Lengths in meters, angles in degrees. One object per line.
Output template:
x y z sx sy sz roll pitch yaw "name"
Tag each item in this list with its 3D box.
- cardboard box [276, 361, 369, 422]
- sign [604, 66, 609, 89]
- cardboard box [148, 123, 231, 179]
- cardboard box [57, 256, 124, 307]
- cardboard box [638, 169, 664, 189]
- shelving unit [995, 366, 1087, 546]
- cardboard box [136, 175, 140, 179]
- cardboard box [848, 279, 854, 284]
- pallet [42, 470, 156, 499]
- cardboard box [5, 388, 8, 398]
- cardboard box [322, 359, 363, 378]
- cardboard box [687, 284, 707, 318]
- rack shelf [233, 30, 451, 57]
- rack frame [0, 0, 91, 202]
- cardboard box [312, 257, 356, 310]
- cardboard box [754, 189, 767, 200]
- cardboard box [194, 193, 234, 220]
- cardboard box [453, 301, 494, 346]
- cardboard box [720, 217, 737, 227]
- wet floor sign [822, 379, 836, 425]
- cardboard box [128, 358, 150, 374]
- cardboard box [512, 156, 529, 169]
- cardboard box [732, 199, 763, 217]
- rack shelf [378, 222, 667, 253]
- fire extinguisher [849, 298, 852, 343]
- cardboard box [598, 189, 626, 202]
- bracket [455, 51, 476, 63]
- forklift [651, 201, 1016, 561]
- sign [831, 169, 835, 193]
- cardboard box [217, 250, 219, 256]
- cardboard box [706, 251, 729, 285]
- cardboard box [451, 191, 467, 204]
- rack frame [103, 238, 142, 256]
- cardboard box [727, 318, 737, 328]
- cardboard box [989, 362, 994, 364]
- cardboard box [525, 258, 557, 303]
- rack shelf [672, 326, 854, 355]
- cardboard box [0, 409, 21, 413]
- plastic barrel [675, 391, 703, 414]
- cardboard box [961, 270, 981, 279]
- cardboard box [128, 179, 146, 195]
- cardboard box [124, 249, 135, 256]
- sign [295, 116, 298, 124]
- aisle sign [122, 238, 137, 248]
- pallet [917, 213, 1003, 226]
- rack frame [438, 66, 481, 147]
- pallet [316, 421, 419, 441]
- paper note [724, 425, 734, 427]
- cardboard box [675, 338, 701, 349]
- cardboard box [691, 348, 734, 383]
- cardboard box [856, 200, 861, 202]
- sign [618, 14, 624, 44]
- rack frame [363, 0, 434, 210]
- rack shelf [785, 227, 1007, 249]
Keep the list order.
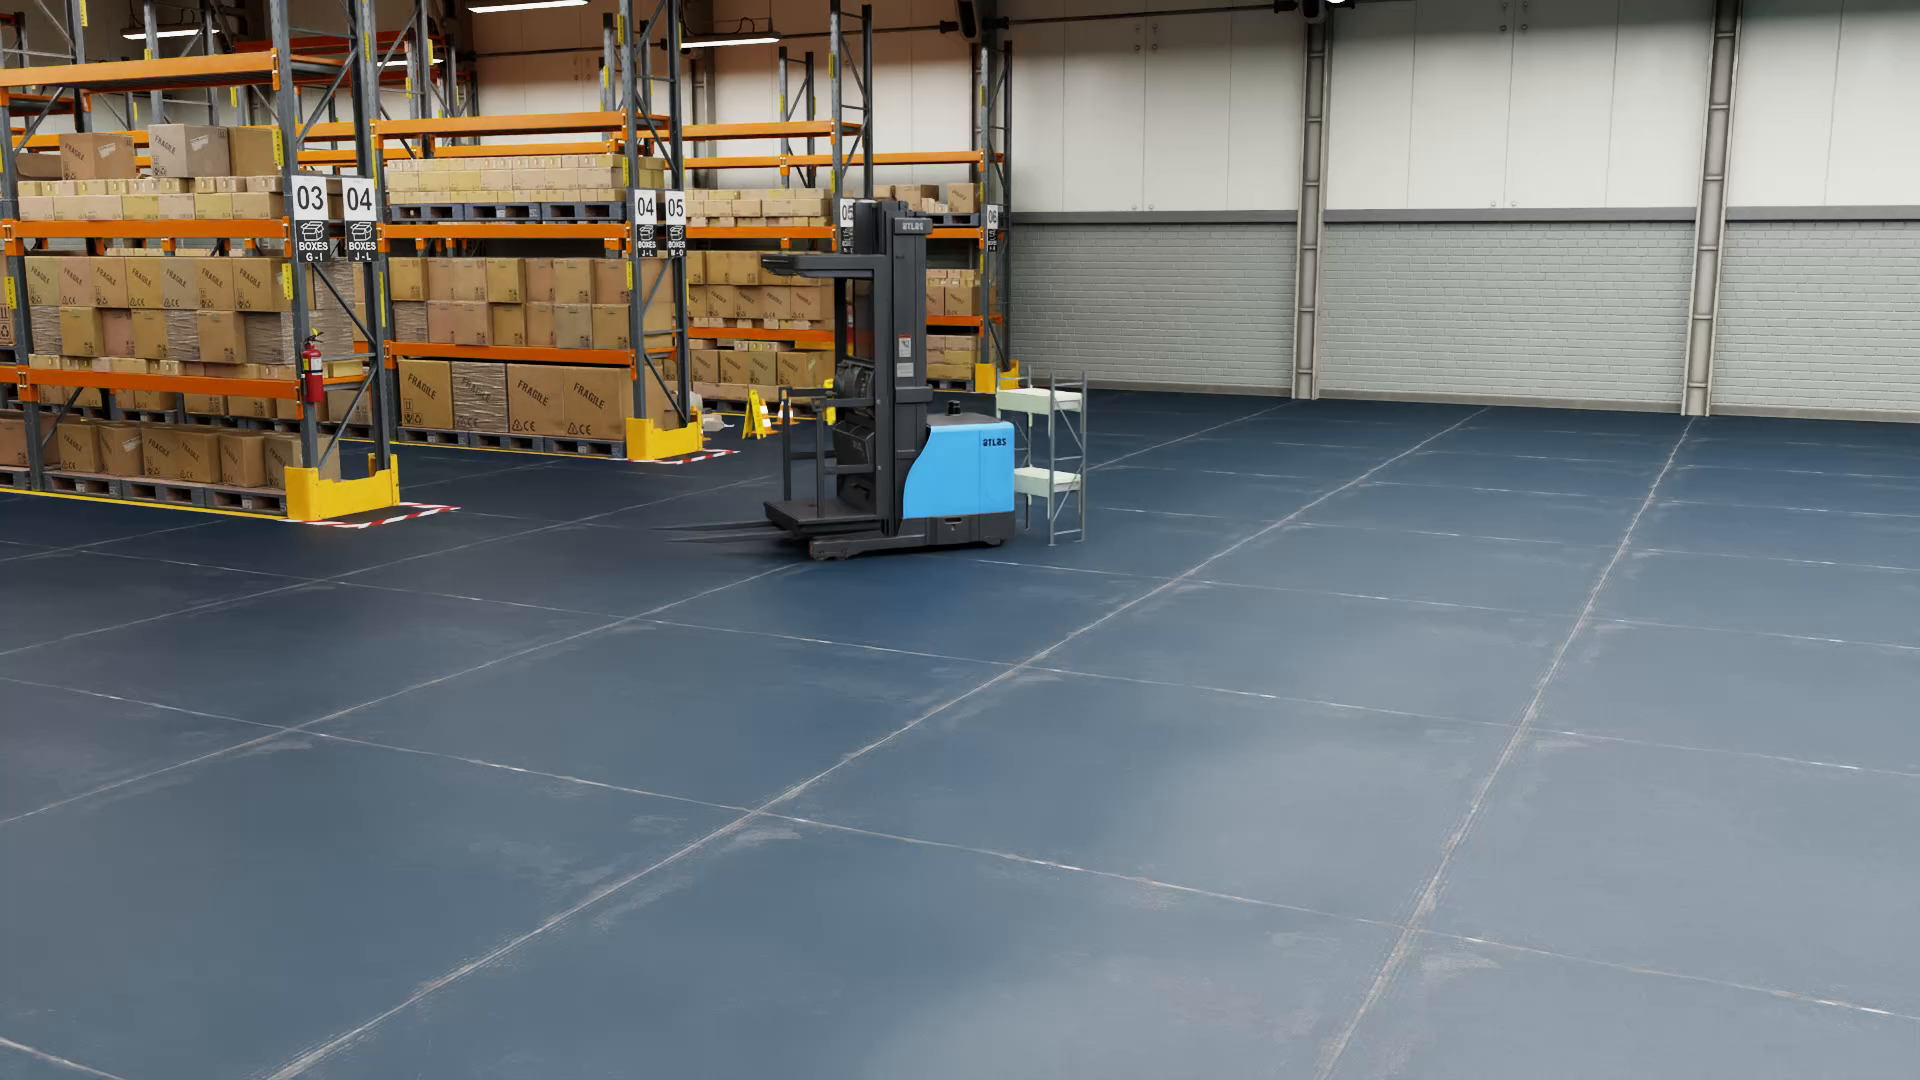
-8.711 -2.060 22.828 0.750 0.750 1.050 5 11 26 "cardboard box"
-5.392 -7.048 25.339 0.005 0.325 0.100 5 11 26 "sign"
-7.451 -3.749 16.081 0.500 0.500 0.500 5 11 26 "cardboard box"
-8.796 -2.638 16.957 0.500 0.500 0.500 5 11 26 "cardboard box"
-3.983 -4.418 20.420 0.500 0.250 0.500 5 11 26 "cardboard box"
0.707 -0.758 14.704 0.431 1.500 0.755 -8 13 -38 "shelving unit"
-11.782 -5.095 23.605 0.258 0.266 0.396 5 11 26 "cardboard box"
-1.887 -4.654 29.919 0.250 0.149 0.380 5 11 25 "cardboard box"
-8.918 -0.646 17.705 1.213 0.211 1.003 5 11 26 "pallet"
-14.927 -2.260 25.621 0.250 0.149 0.380 5 11 27 "cardboard box"
-6.099 -1.687 16.333 0.250 0.149 0.380 5 11 26 "cardboard box"
-3.975 -3.687 25.562 0.500 0.500 0.500 5 11 25 "cardboard box"
-10.532 -8.354 28.309 4.000 0.370 1.077 5 11 26 "rack shelf"
-9.536 -5.017 17.184 0.127 3.000 1.000 5 11 26 "rack frame"
-6.322 -2.524 16.332 0.500 0.500 0.500 5 11 26 "cardboard box"
-2.870 -5.149 24.802 0.250 0.149 0.380 5 11 26 "cardboard box"
-6.943 -3.188 15.923 0.500 0.250 0.500 5 11 26 "cardboard box"
-5.979 -2.795 21.329 0.550 0.550 0.875 5 11 26 "cardboard box"
-3.405 -4.782 25.015 0.250 0.149 0.380 5 11 25 "cardboard box"
-1.867 -1.988 23.904 0.267 0.644 0.232 -10 14 -43 "wet floor sign"
-8.125 -1.760 16.740 0.250 0.149 0.380 5 11 26 "cardboard box"
-5.256 -4.607 20.349 0.250 0.149 0.380 5 11 25 "cardboard box"
-3.060 -4.958 24.868 0.500 0.250 0.500 5 12 27 "cardboard box"
-5.457 -3.814 20.977 4.000 0.370 1.077 5 11 26 "rack shelf"
-1.665 -3.212 24.272 0.183 0.674 0.296 5 11 26 "fire extinguisher"
-4.112 -4.114 19.864 0.250 0.149 0.380 5 11 26 "cardboard box"
-10.143 -9.904 34.078 0.430 0.232 0.235 5 11 26 "bracket"
-1.087 -1.372 14.082 3.031 2.935 1.130 -4 11 -22 "forklift"
-1.828 -5.157 23.895 0.005 0.325 0.100 5 11 26 "sign"
-13.150 -5.171 29.972 0.250 0.149 0.380 5 11 26 "cardboard box"
-3.458 -4.152 25.325 0.500 0.500 0.700 5 11 25 "cardboard box"
-6.161 -4.295 20.860 0.250 0.149 0.380 5 11 25 "cardboard box"
-15.913 -4.593 31.688 0.127 3.000 1.000 5 11 26 "rack frame"
-3.356 -3.328 25.401 0.250 0.149 0.380 5 11 26 "cardboard box"
0.275 -3.049 29.697 0.500 0.250 0.500 5 11 26 "cardboard box"
-4.955 -3.269 20.918 0.550 0.550 0.875 5 11 26 "cardboard box"
-3.358 -3.136 25.657 4.000 0.370 1.077 5 11 26 "rack shelf"
-10.998 -1.188 18.655 0.500 0.500 0.700 4 11 21 "cardboard box"
-4.086 -1.986 24.514 0.512 0.421 0.421 -4 11 -23 "plastic barrel"
0.214 -4.635 28.980 0.250 0.149 0.380 5 11 26 "cardboard box"
-7.949 -3.477 16.399 0.250 0.149 0.380 5 12 27 "cardboard box"
-15.268 -5.334 30.868 0.250 0.149 0.380 5 12 28 "cardboard box"
-13.960 -8.750 34.967 0.005 0.325 0.100 5 11 26 "sign"
-15.840 -5.928 31.761 0.004 0.787 0.394 5 11 26 "aisle sign"
0.006 -5.618 29.175 1.213 0.211 1.003 5 11 26 "pallet"
-10.133 -8.023 33.794 0.127 3.000 1.000 5 11 26 "rack frame"
-7.976 -1.526 22.569 1.213 0.211 1.003 5 11 26 "pallet"
-3.293 -1.628 23.641 0.142 0.019 0.148 1 10 6 "paper note"
-4.194 -3.040 25.721 0.250 0.149 0.380 6 12 28 "cardboard box"
-3.792 -2.699 25.659 0.500 0.500 0.500 6 12 29 "cardboard box"
-1.762 -5.941 29.629 0.258 0.266 0.396 5 11 24 "cardboard box"
-3.916 -5.899 19.212 0.005 0.325 0.100 5 11 26 "sign"
-7.251 -5.801 21.517 0.127 3.000 1.000 5 11 26 "rack frame"
-1.165 -5.405 29.771 4.000 0.370 1.077 5 11 26 "rack shelf"
